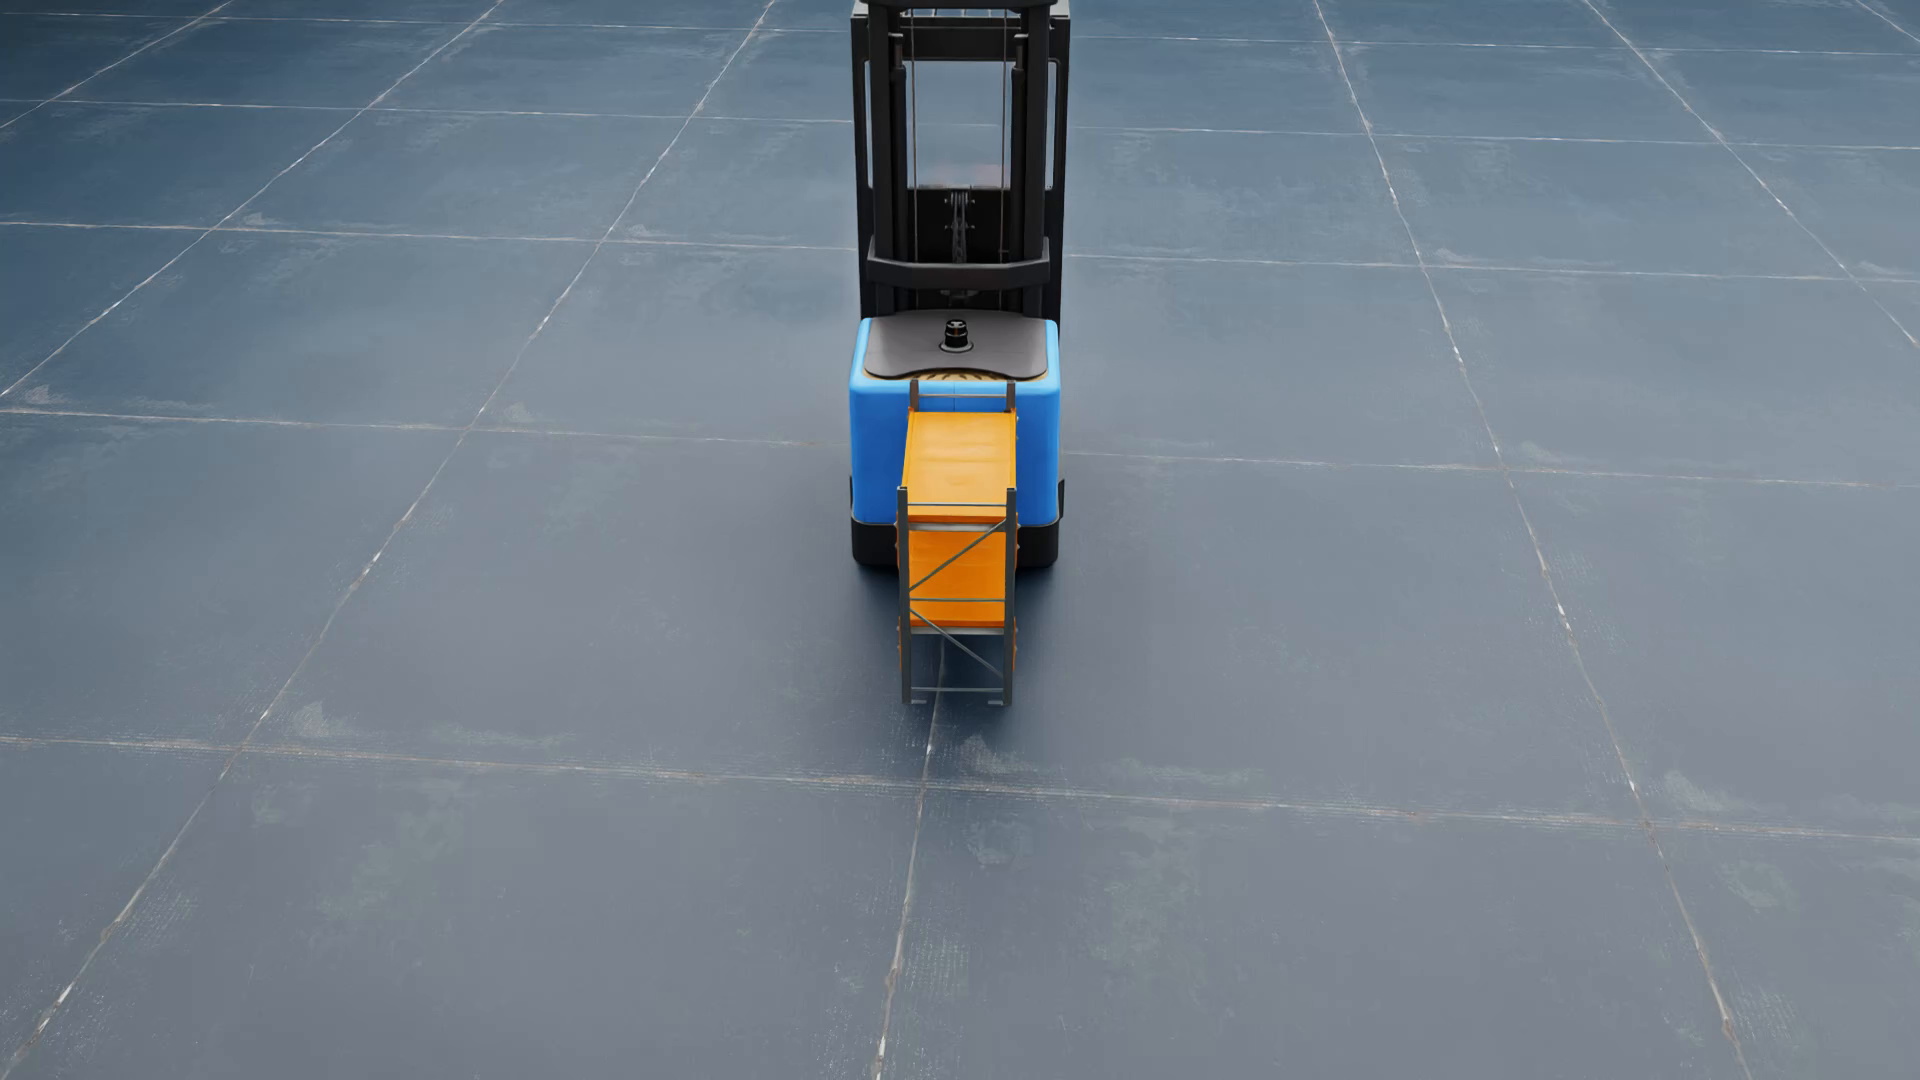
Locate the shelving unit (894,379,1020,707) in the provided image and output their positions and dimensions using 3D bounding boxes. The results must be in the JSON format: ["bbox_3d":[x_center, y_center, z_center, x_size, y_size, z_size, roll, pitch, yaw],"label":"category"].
[{"bbox_3d":[-0.001,-0.003,7.683,0.538,1.125,1.048,1,32,1],"label":"shelving unit"}]

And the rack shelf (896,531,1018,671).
[{"bbox_3d":[-0.001,0.205,7.811,0.538,0.278,1.000,1,32,1],"label":"rack shelf"}]

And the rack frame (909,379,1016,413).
[{"bbox_3d":[0.012,-0.270,8.116,0.500,1.125,0.032,1,32,1],"label":"rack frame"}]

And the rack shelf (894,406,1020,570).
[{"bbox_3d":[-0.001,-0.252,7.529,0.538,0.278,1.000,1,32,1],"label":"rack shelf"}]

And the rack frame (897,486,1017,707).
[{"bbox_3d":[-0.013,0.263,7.250,0.500,1.125,0.032,1,32,1],"label":"rack frame"}]

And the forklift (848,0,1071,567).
[{"bbox_3d":[0.009,-1.850,8.958,1.130,2.935,3.031,1,32,1],"label":"forklift"}]
